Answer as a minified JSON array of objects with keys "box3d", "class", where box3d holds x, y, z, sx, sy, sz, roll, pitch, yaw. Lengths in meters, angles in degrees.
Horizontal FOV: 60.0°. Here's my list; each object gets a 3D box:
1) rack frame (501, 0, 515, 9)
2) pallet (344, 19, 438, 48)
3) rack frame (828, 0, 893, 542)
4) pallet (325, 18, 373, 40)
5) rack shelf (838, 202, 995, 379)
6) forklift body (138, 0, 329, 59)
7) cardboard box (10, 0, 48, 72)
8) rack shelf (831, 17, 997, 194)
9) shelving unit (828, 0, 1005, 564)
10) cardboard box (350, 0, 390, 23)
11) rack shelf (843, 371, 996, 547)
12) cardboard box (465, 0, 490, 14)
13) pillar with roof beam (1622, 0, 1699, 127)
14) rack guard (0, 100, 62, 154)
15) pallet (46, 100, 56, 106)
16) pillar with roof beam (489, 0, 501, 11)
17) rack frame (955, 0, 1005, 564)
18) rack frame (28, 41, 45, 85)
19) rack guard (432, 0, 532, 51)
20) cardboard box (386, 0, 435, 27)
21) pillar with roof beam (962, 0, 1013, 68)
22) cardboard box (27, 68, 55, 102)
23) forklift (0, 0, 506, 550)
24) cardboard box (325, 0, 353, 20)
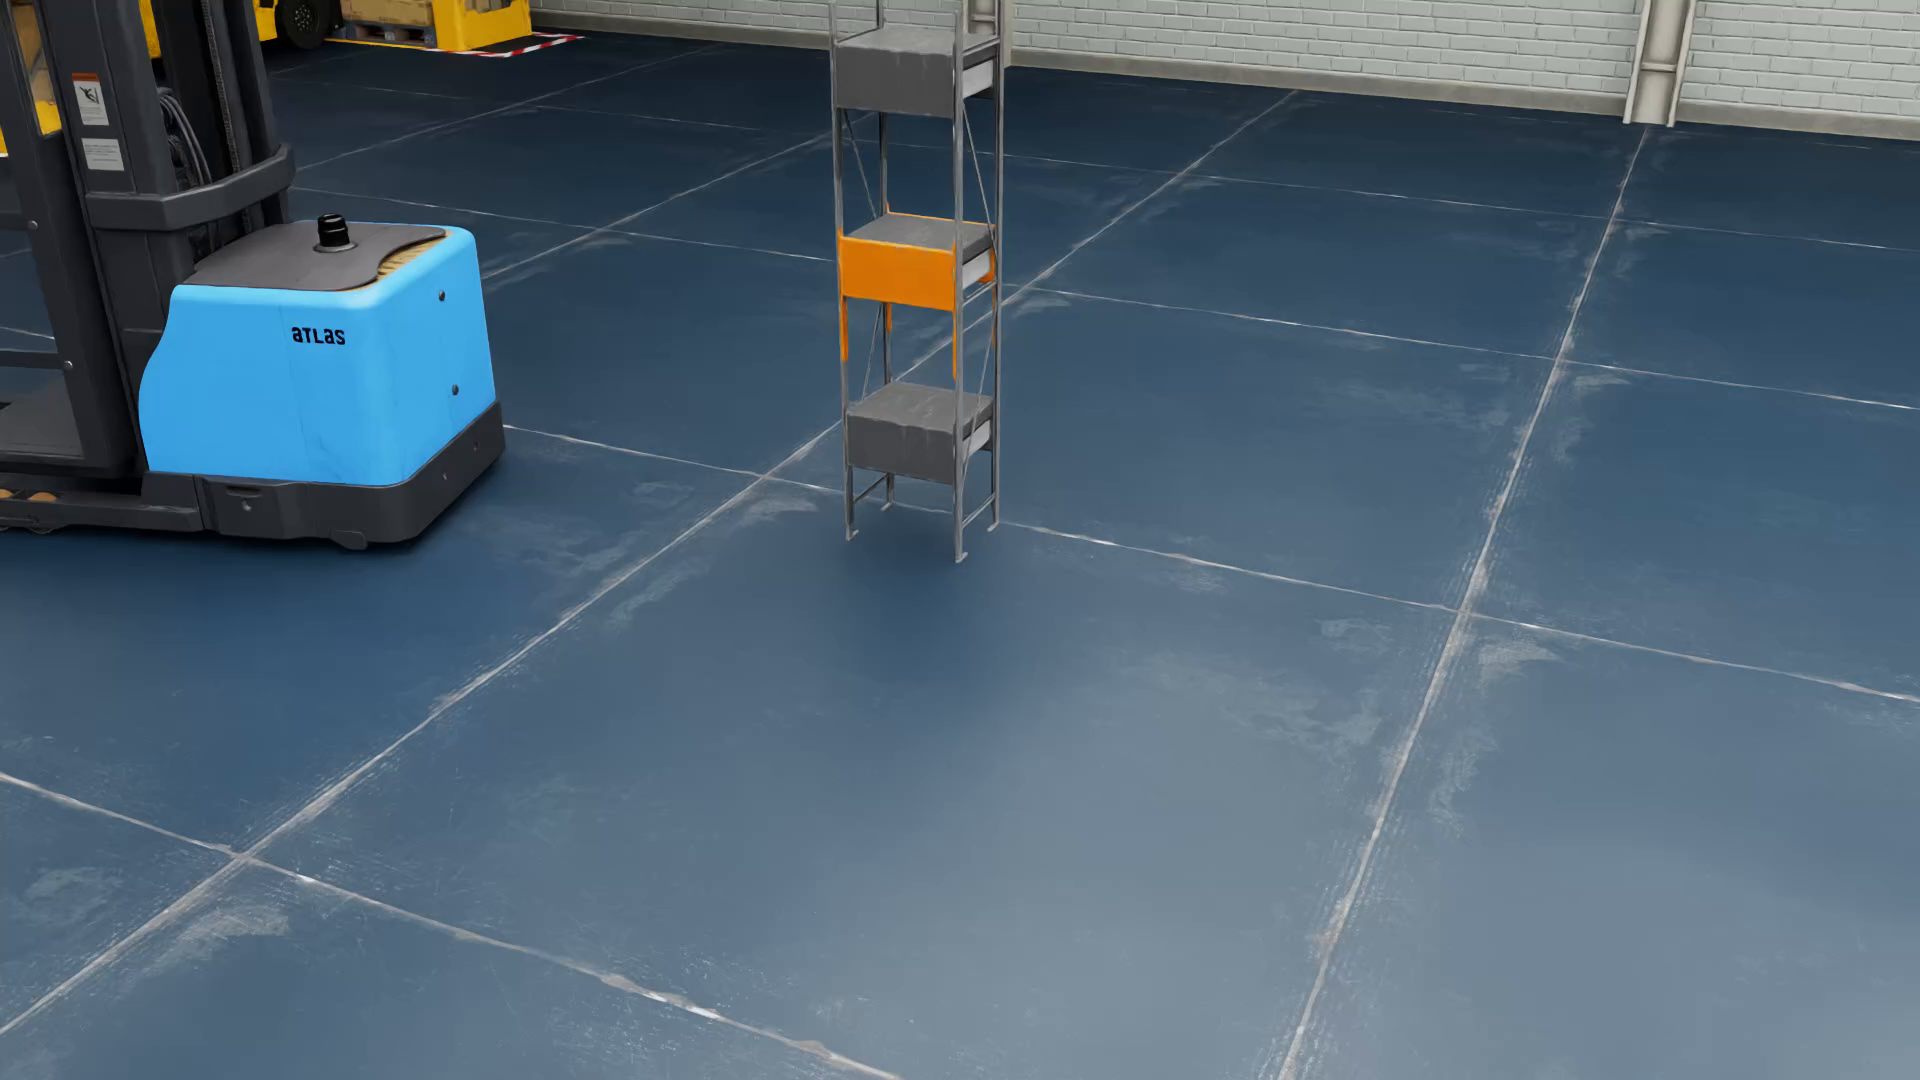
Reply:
[{"box3d":[-4.939,-6.526,16.610,0.127,3.000,1.000,11,28,22],"class":"rack frame"},{"box3d":[-5.653,-5.398,17.476,1.213,0.211,1.003,11,28,22],"class":"pallet"},{"box3d":[-0.373,-1.017,6.438,0.015,2.100,0.400,11,28,22],"class":"rack frame"},{"box3d":[-6.759,-5.622,17.930,1.213,0.211,1.003,11,28,22],"class":"pallet"},{"box3d":[-0.151,-0.960,6.354,0.480,0.518,0.431,11,28,22],"class":"rack shelf"},{"box3d":[-7.421,-5.759,16.012,1.214,2.155,2.313,11,28,22],"class":"forklift body"},{"box3d":[-7.632,-4.084,13.437,0.500,0.500,0.500,10,28,20],"class":"cardboard box"},{"box3d":[-0.151,-1.588,6.045,0.480,0.518,0.431,11,28,22],"class":"rack shelf"},{"box3d":[-0.151,-0.972,6.348,0.503,2.100,0.431,11,28,22],"class":"shelving unit"},{"box3d":[-5.947,-5.535,17.233,0.500,0.250,0.500,11,28,22],"class":"cardboard box"},{"box3d":[-0.151,-0.332,6.663,0.480,0.518,0.431,11,28,22],"class":"rack shelf"},{"box3d":[-5.305,-5.650,17.467,0.500,0.250,0.500,11,28,22],"class":"cardboard box"},{"box3d":[3.942,-5.782,8.307,0.400,9.000,9.100,11,28,22],"class":"pillar with roof beam"},{"box3d":[-7.060,-3.422,13.135,0.348,0.500,1.175,11,28,22],"class":"rack guard"},{"box3d":[-7.785,-3.455,13.529,1.213,0.211,1.003,11,28,22],"class":"pallet"},{"box3d":[-6.982,-7.977,12.764,0.400,9.000,9.100,11,28,22],"class":"pillar with roof beam"},{"box3d":[0.071,-0.928,6.257,0.015,2.100,0.400,11,28,22],"class":"rack frame"},{"box3d":[-6.991,-4.530,12.555,0.127,3.000,1.000,11,28,22],"class":"rack frame"},{"box3d":[-4.917,-5.401,17.153,0.348,0.500,1.175,11,28,22],"class":"rack guard"},{"box3d":[-5.498,-5.440,17.041,0.500,0.250,0.500,12,28,22],"class":"cardboard box"},{"box3d":[-1.520,-6.880,10.535,0.400,9.000,9.100,11,28,22],"class":"pillar with roof beam"},{"box3d":[-7.610,-3.743,13.595,0.500,0.250,0.500,11,28,21],"class":"cardboard box"},{"box3d":[-3.586,-1.565,6.611,3.031,2.935,1.130,4,26,8],"class":"forklift"},{"box3d":[-6.398,-5.630,17.427,0.500,0.250,0.500,12,29,22],"class":"cardboard box"}]
